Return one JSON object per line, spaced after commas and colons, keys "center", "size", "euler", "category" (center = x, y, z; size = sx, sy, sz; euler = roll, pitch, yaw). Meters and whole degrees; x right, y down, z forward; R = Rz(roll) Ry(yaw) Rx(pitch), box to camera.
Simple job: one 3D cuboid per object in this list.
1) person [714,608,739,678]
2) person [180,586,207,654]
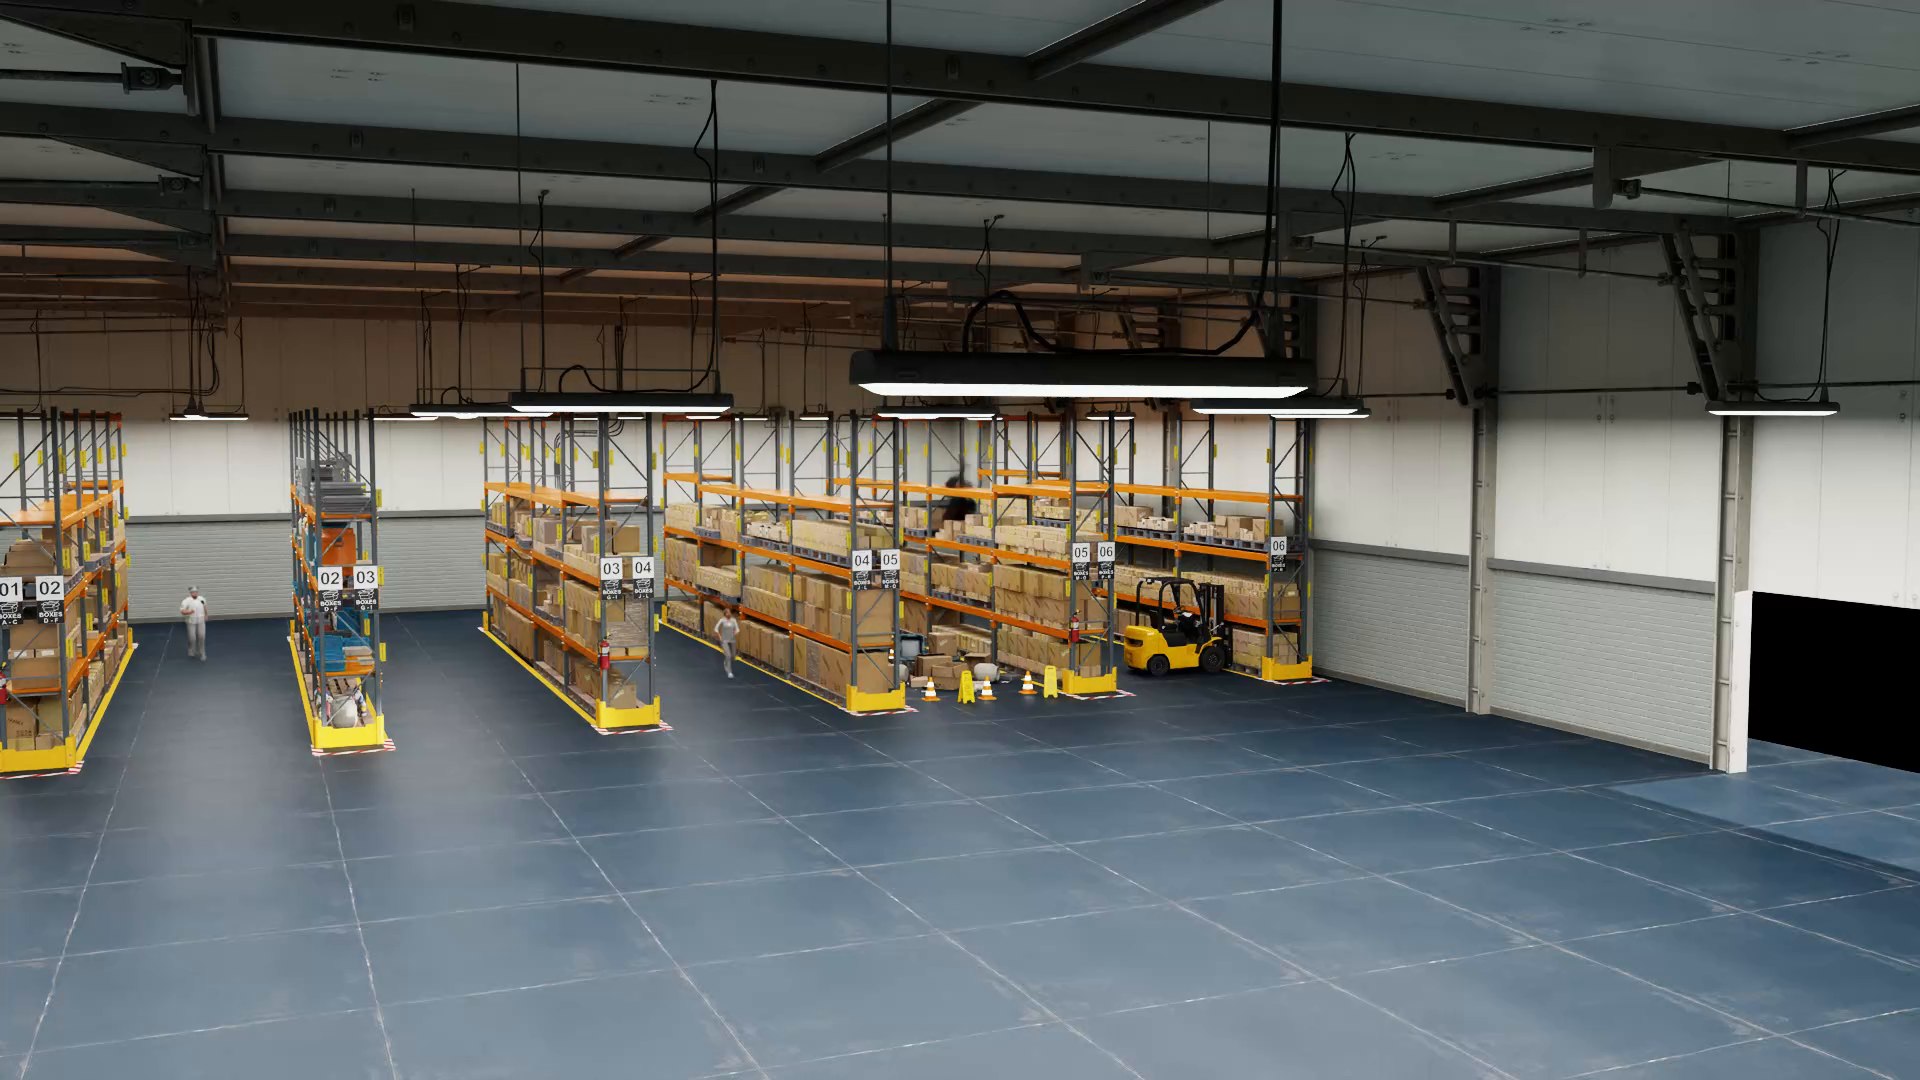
{"center": [-5.254, 2.307, 37.570], "size": [0.547, 1.564, 0.767], "euler": [-2, 4, -25], "category": "person"}
{"center": [-18.538, 1.935, 40.288], "size": [0.659, 1.674, 0.816], "euler": [-3, 5, -38], "category": "person"}
